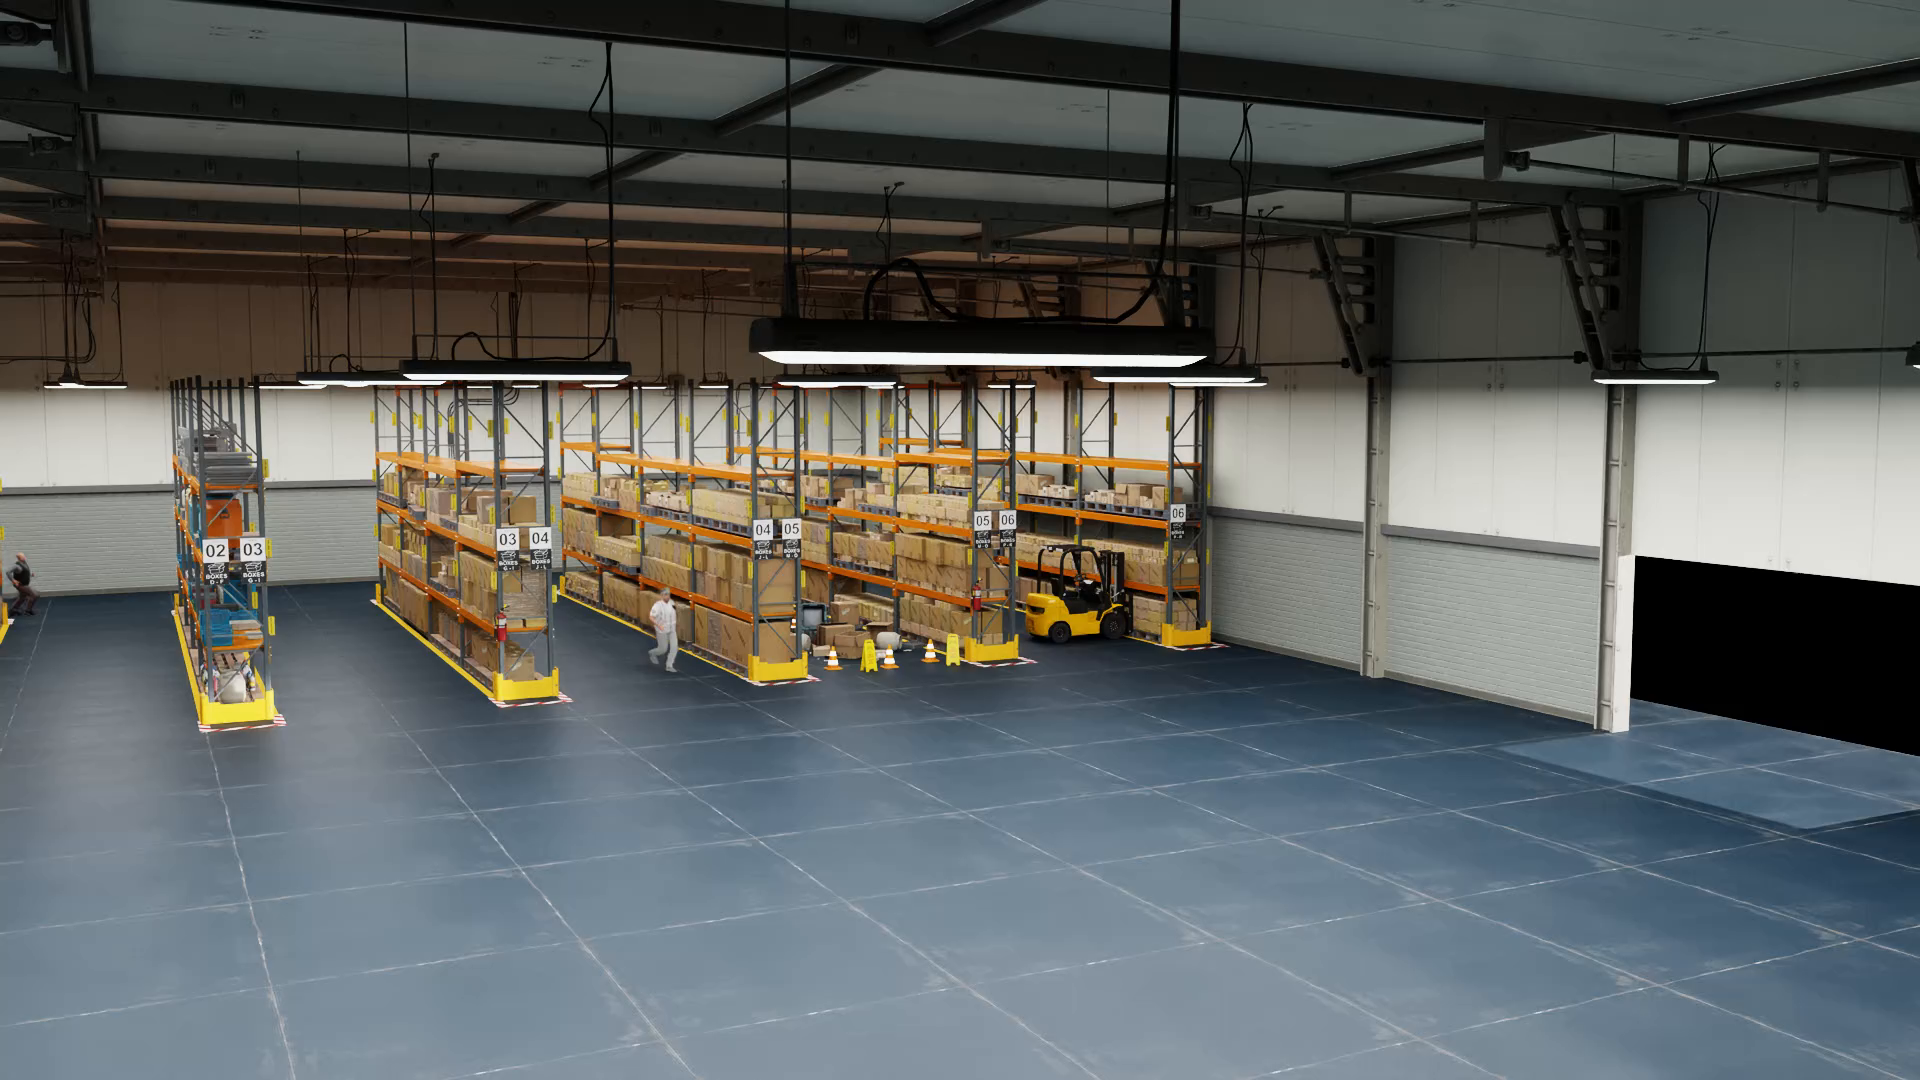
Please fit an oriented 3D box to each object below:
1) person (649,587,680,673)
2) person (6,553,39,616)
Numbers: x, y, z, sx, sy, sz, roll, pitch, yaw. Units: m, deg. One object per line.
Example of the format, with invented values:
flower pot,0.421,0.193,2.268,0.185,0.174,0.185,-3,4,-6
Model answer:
person,-6.082,1.833,34.157,0.659,1.744,0.783,-5,7,-43
person,-23.887,1.161,42.336,0.737,1.676,0.791,-1,5,-14
